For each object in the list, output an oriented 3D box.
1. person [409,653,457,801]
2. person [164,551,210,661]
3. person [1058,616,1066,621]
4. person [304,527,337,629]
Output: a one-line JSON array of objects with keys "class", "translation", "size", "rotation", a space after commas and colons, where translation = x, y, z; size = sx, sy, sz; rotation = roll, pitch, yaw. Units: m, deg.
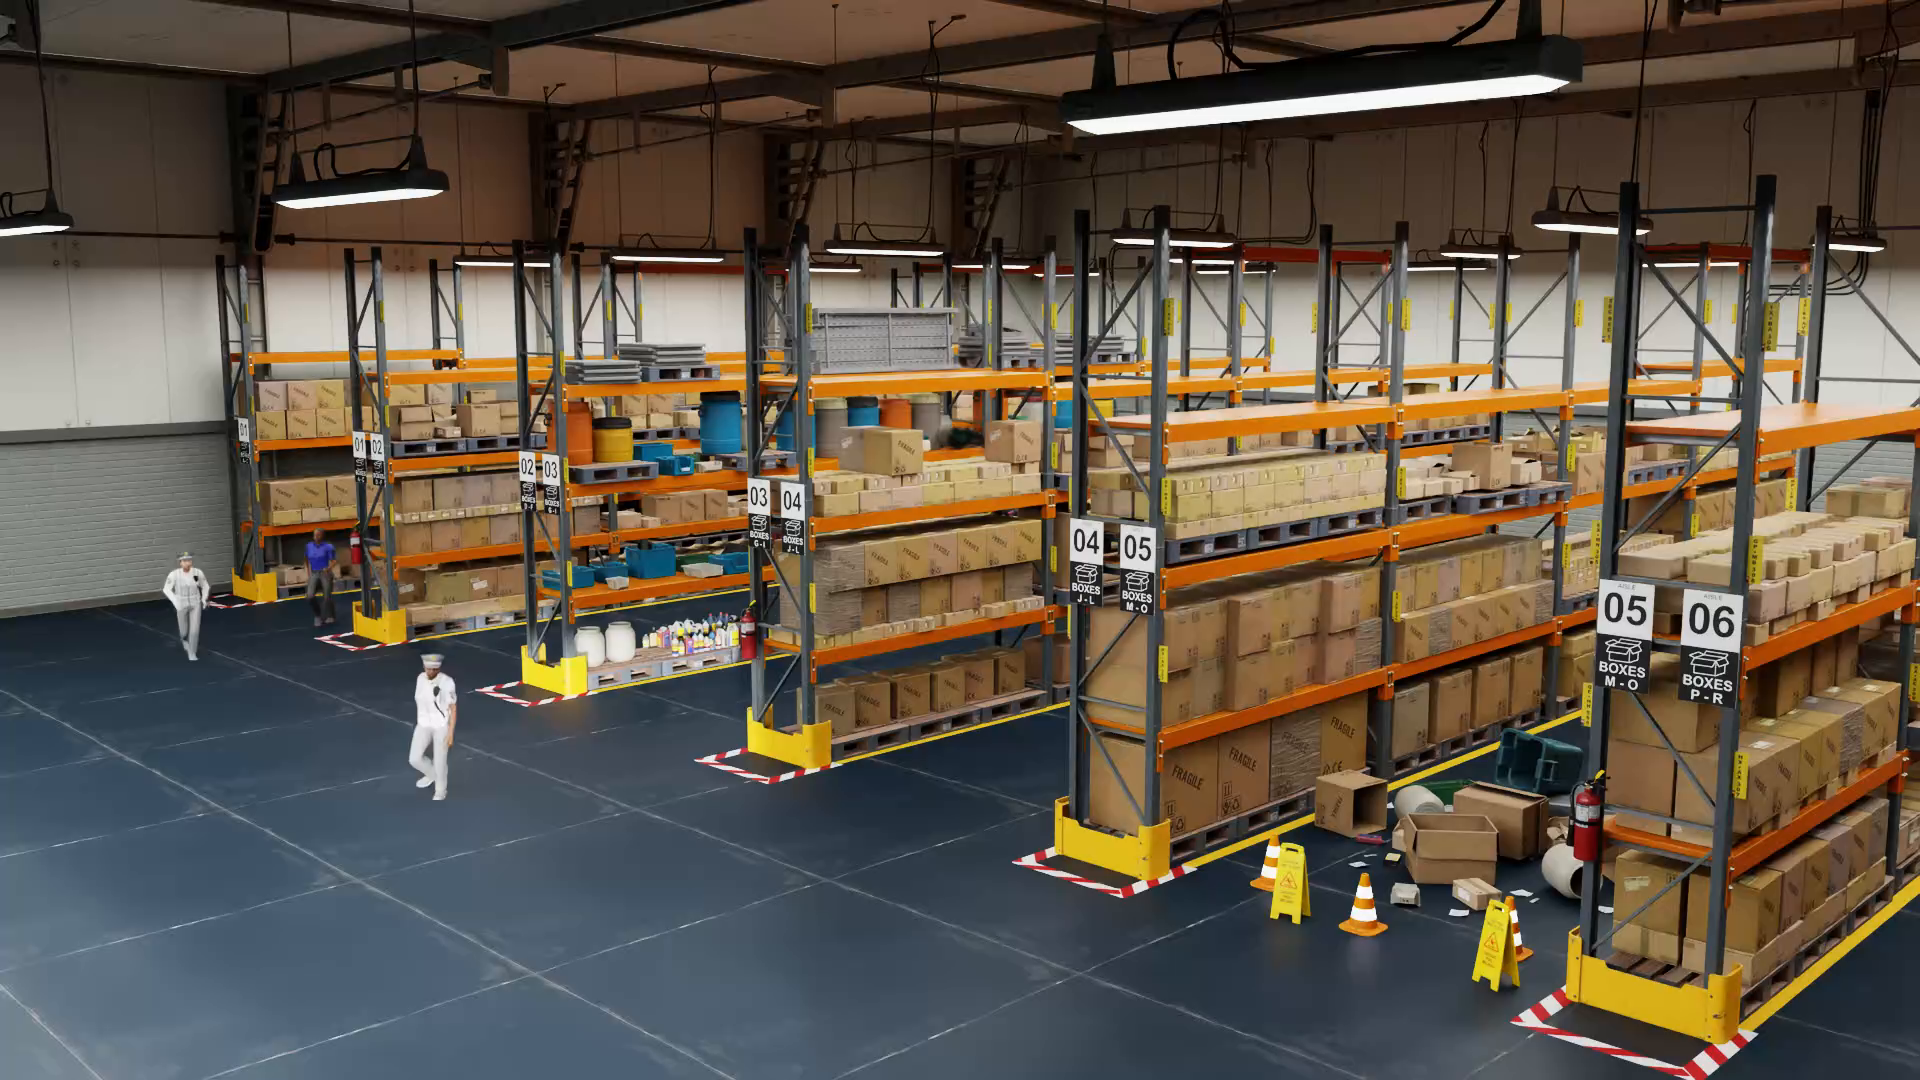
[{"class": "person", "translation": [-5.481, 1.933, 17.323], "size": [0.625, 1.615, 0.580], "rotation": [2, 8, 11]}, {"class": "person", "translation": [-11.296, 0.941, 24.264], "size": [0.564, 1.627, 0.588], "rotation": [-4, 9, -28]}, {"class": "person", "translation": [1.655, 0.372, 25.876], "size": [0.690, 1.813, 0.688], "rotation": [8, 11, 43]}, {"class": "person", "translation": [-10.245, 0.611, 26.605], "size": [0.570, 1.620, 0.763], "rotation": [-1, 8, -5]}]
